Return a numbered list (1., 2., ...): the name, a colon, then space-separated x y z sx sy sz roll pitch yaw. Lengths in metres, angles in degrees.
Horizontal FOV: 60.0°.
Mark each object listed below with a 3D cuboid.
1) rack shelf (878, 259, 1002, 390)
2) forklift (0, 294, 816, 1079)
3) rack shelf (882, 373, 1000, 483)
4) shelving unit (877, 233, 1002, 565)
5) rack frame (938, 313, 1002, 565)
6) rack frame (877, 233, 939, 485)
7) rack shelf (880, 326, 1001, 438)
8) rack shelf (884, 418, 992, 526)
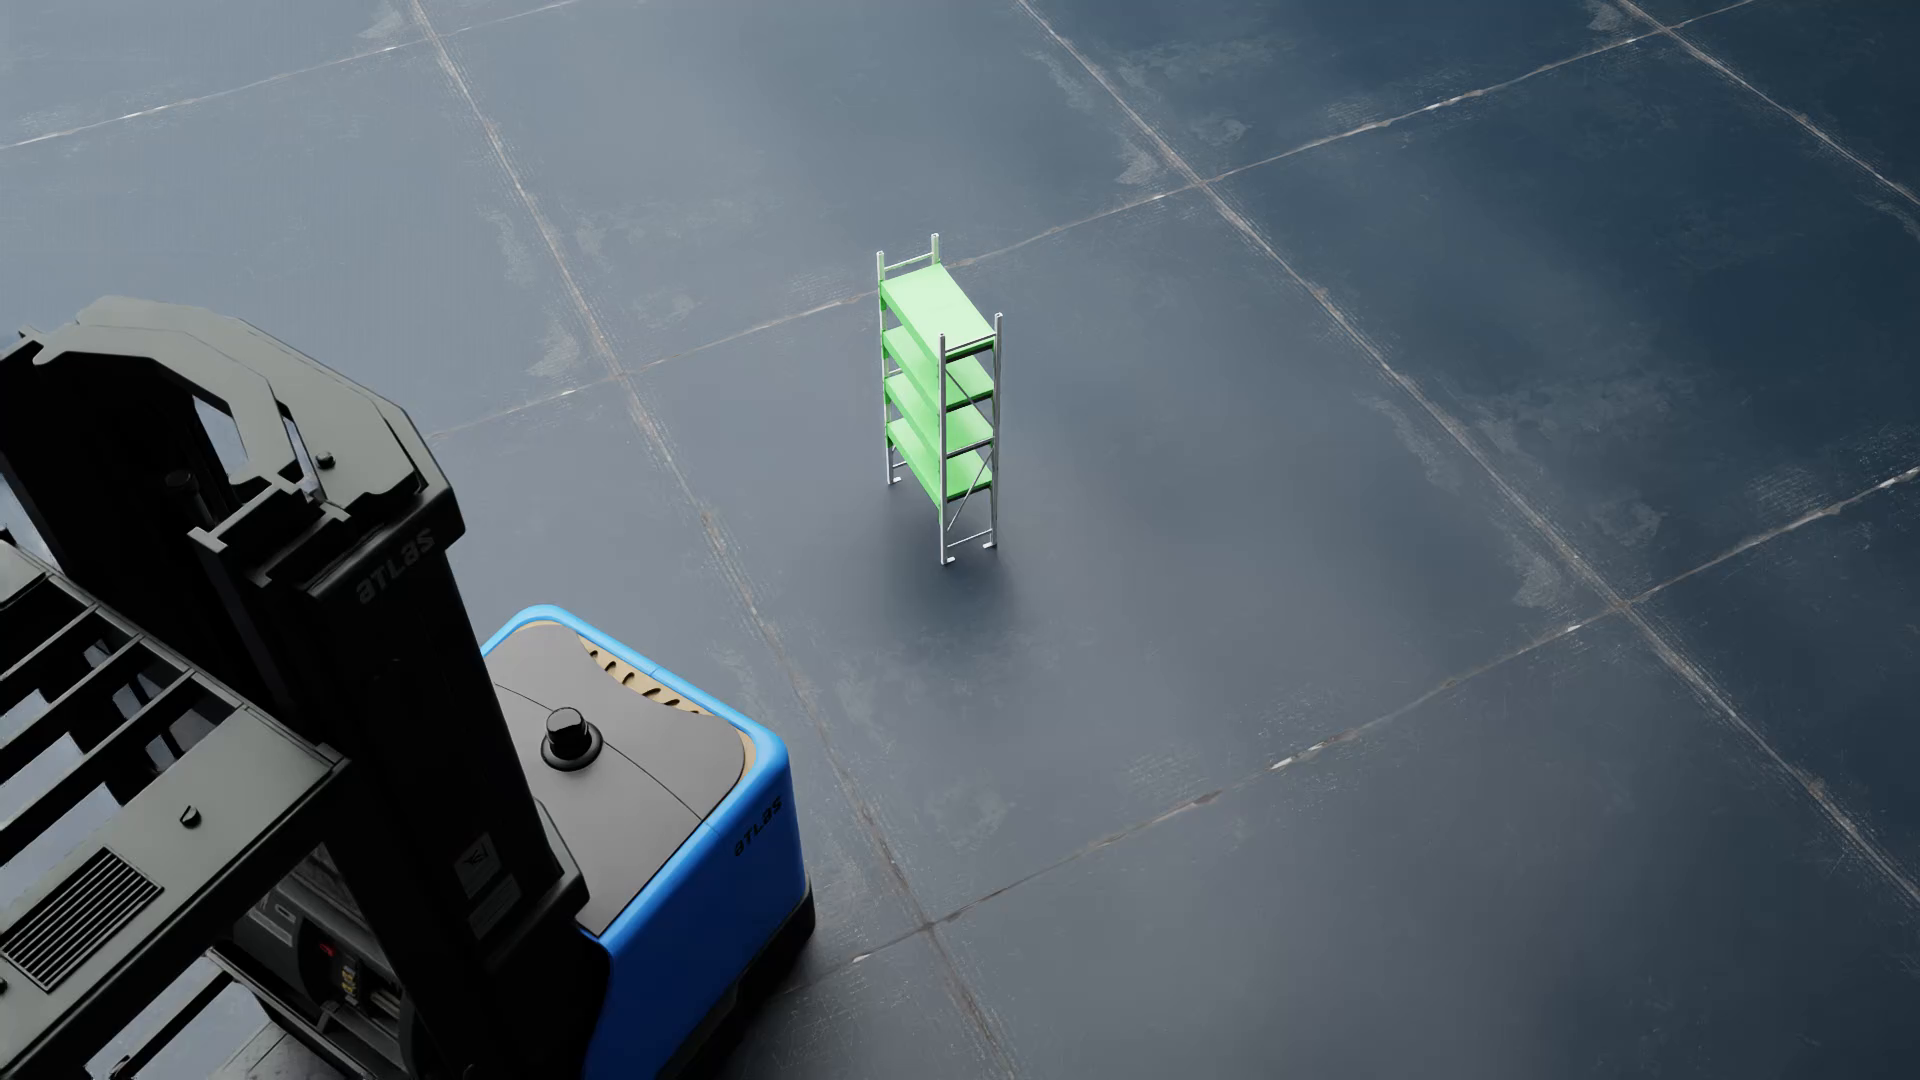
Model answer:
1. rack shelf: -0.076 -0.780 5.975 0.258 0.148 0.480 -21 52 -18
2. forklift: -1.713 1.037 3.788 1.130 2.935 3.031 27 54 22
3. rack shelf: -0.076 -0.464 6.336 0.258 0.148 0.480 -21 52 -18
4. shelving unit: -0.076 -0.506 6.288 0.258 1.200 0.503 -21 52 -18
5. rack frame: 0.036 -0.342 6.145 0.240 1.200 0.015 -21 52 -18
6. rack frame: -0.187 -0.669 6.431 0.240 1.200 0.015 -21 52 -18
7. rack shelf: -0.076 -0.622 6.155 0.258 0.148 0.480 -21 52 -18
8. rack shelf: -0.076 -0.306 6.517 0.258 0.148 0.480 -21 52 -18
